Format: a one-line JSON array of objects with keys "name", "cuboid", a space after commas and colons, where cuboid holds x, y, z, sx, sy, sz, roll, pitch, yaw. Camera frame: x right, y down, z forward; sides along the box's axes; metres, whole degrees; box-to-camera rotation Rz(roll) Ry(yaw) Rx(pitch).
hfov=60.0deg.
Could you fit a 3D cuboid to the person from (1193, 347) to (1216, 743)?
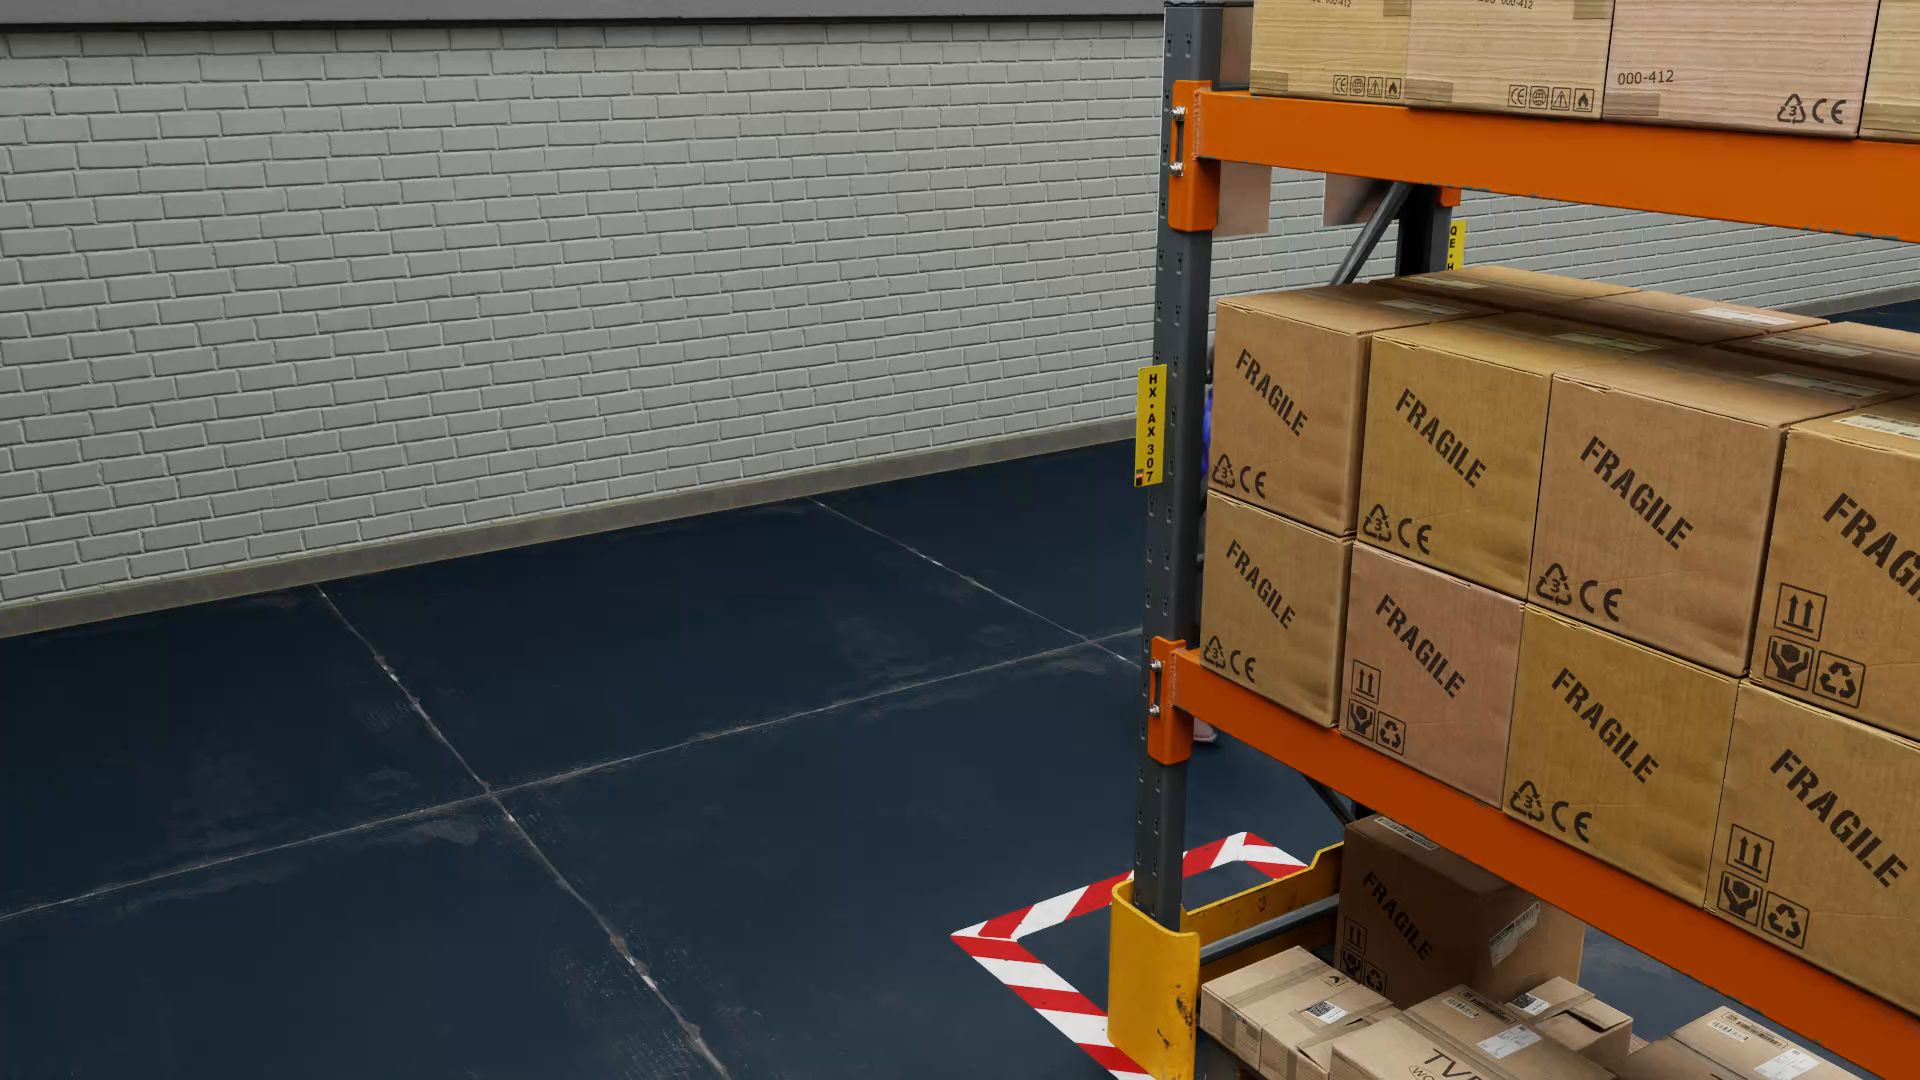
[{"name": "person", "cuboid": [1.132, -0.004, 7.038, 0.355, 1.667, 0.568, 8, 20, 23]}]
